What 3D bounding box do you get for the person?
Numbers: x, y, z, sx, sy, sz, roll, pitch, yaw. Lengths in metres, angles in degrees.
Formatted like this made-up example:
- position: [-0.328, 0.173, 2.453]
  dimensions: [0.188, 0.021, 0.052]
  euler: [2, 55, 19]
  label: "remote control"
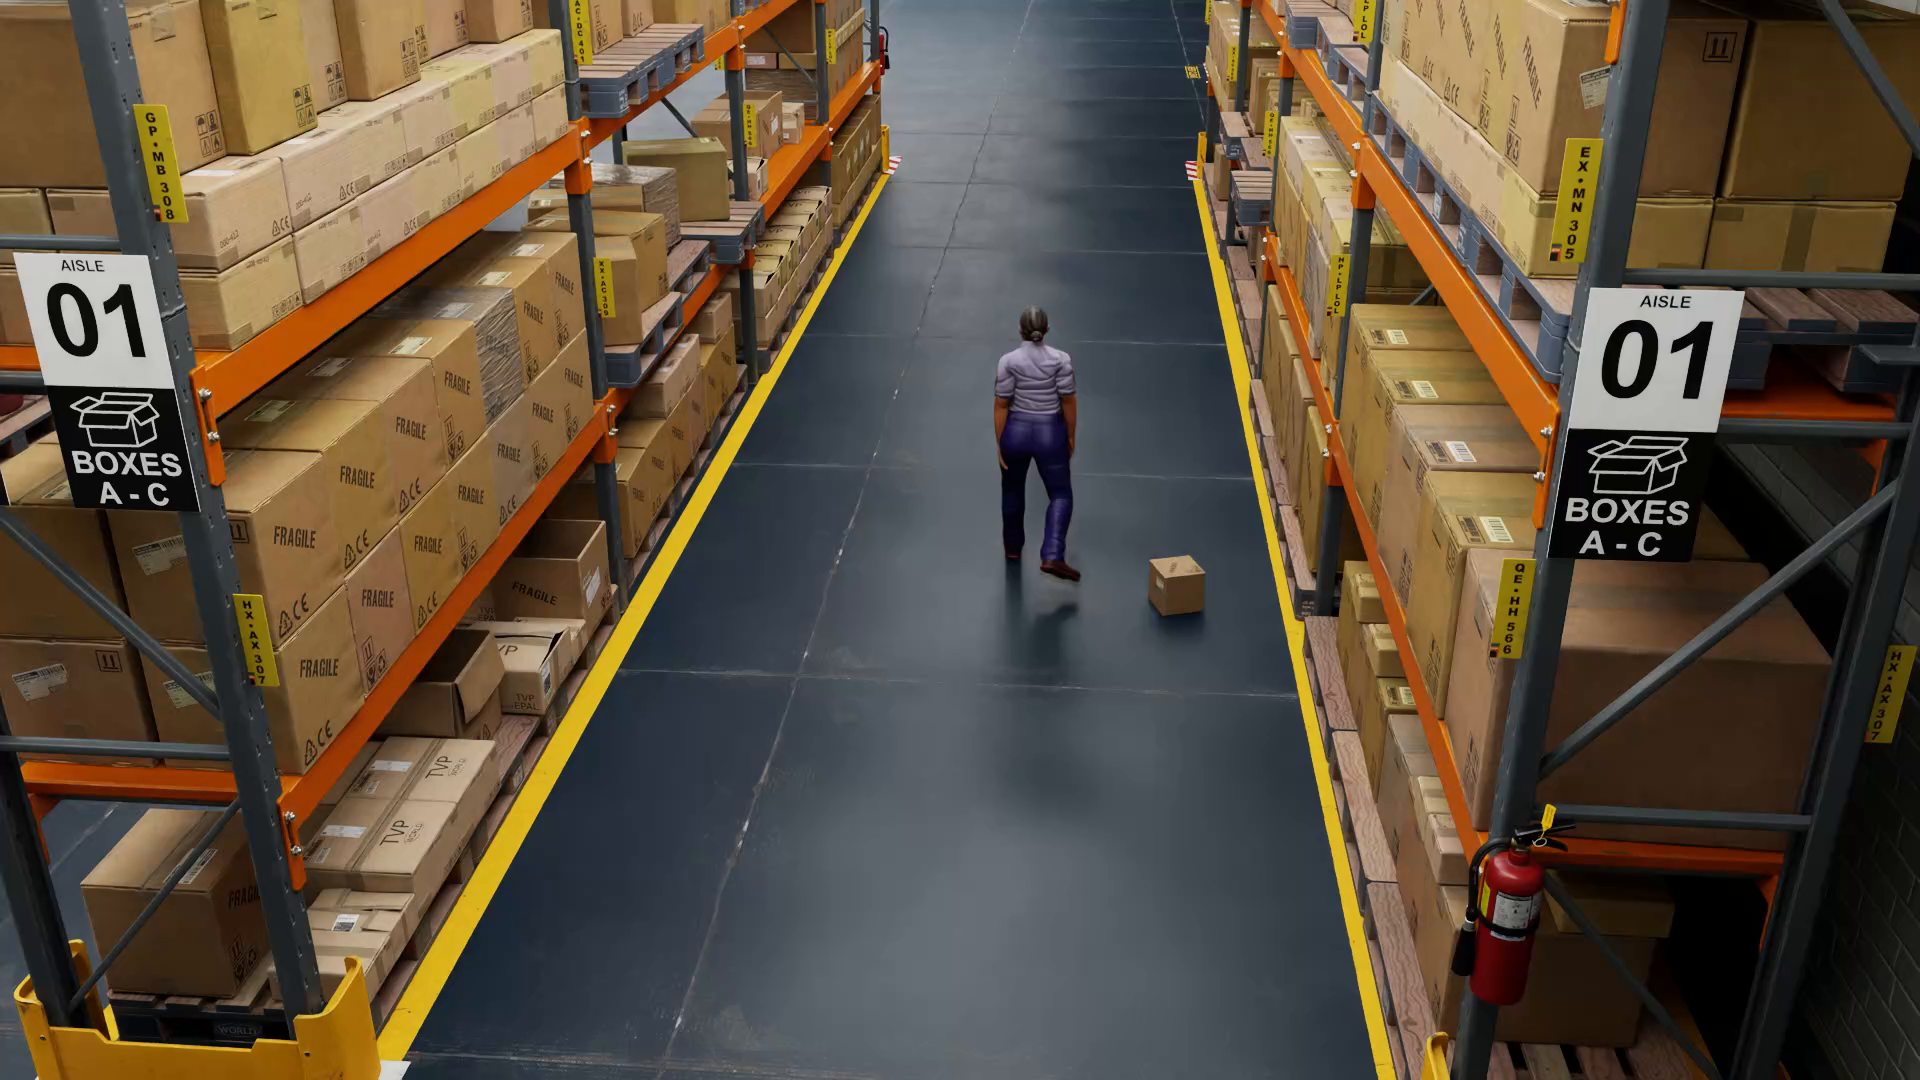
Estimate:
- position: [0.468, -0.553, 9.817]
  dimensions: [0.552, 1.610, 0.843]
  euler: [2, 25, 5]
  label: "person"
